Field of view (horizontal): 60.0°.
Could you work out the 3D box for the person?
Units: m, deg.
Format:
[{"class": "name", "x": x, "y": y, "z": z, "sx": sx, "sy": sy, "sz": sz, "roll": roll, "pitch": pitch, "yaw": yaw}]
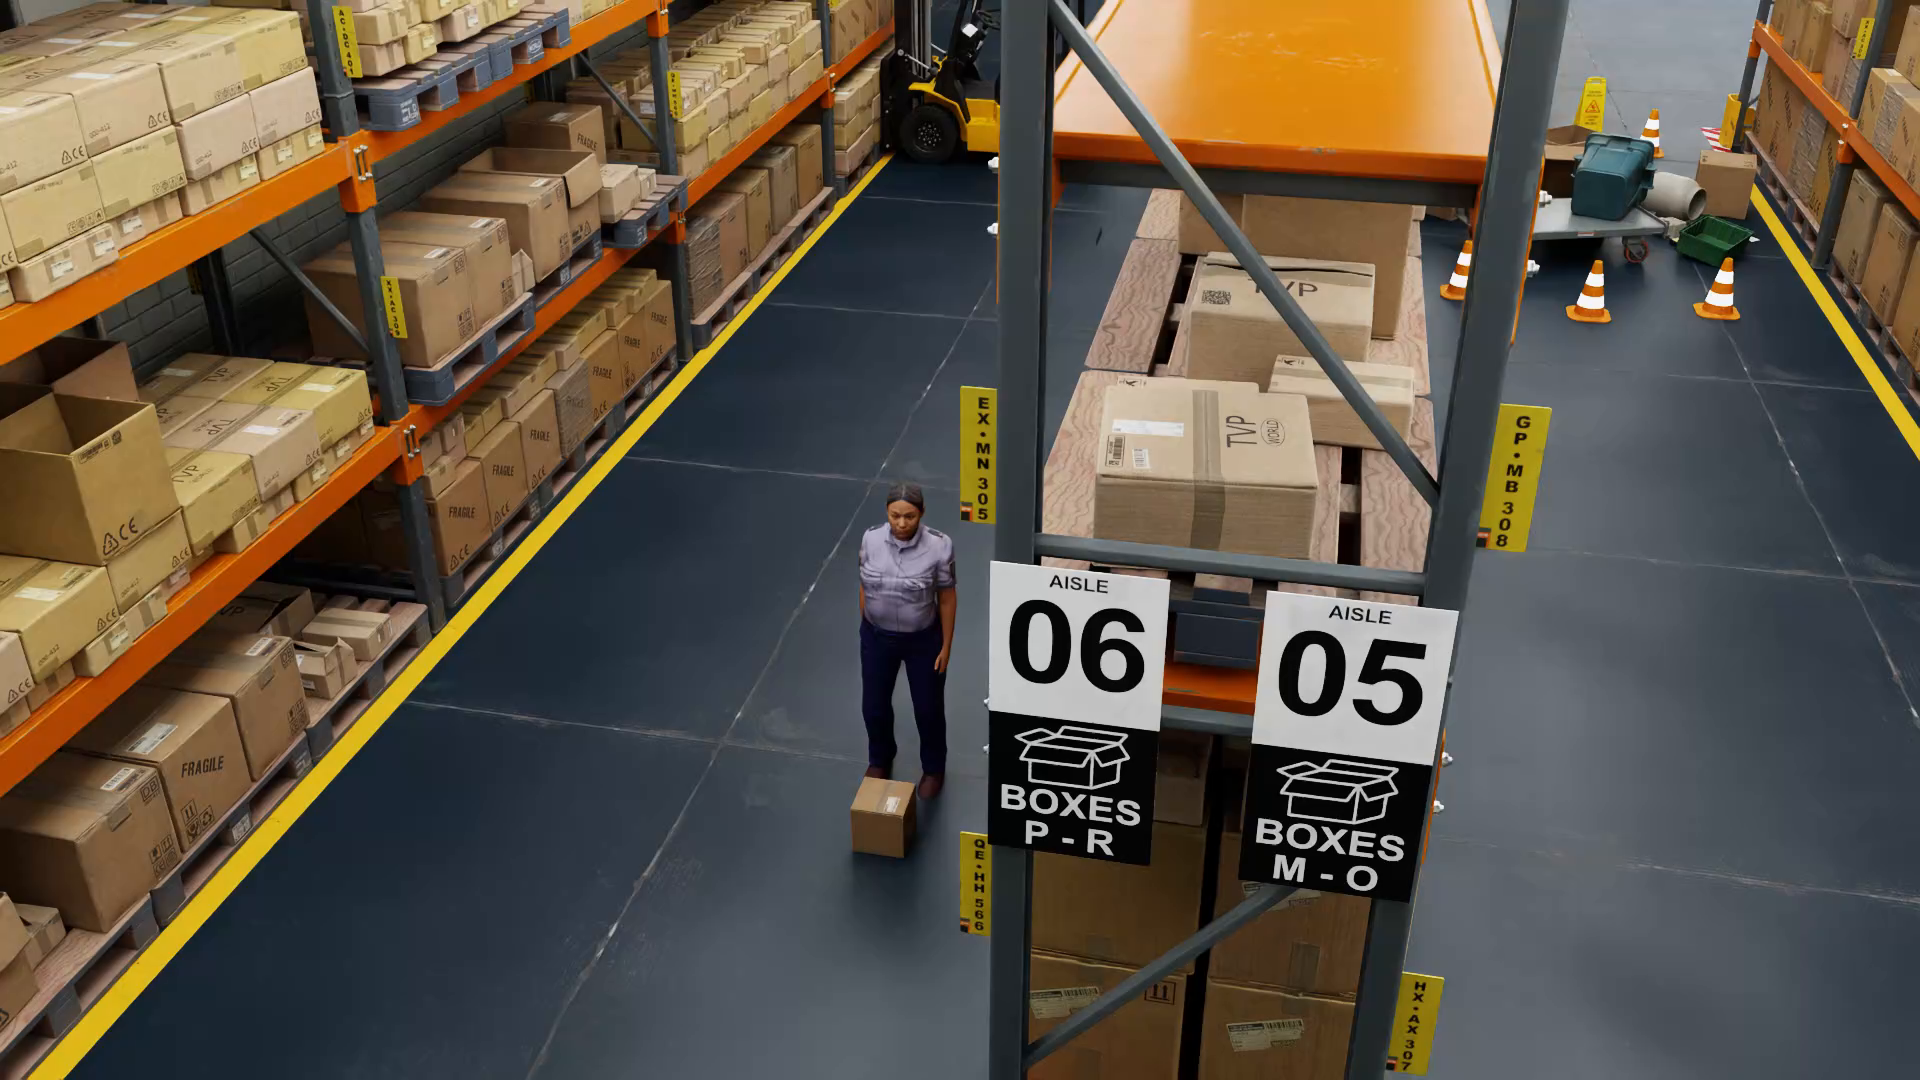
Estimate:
[{"class": "person", "x": -0.249, "y": 0.495, "z": 7.790, "sx": 0.469, "sy": 1.639, "sz": 0.342, "roll": 7, "pitch": 30, "yaw": 12}]
